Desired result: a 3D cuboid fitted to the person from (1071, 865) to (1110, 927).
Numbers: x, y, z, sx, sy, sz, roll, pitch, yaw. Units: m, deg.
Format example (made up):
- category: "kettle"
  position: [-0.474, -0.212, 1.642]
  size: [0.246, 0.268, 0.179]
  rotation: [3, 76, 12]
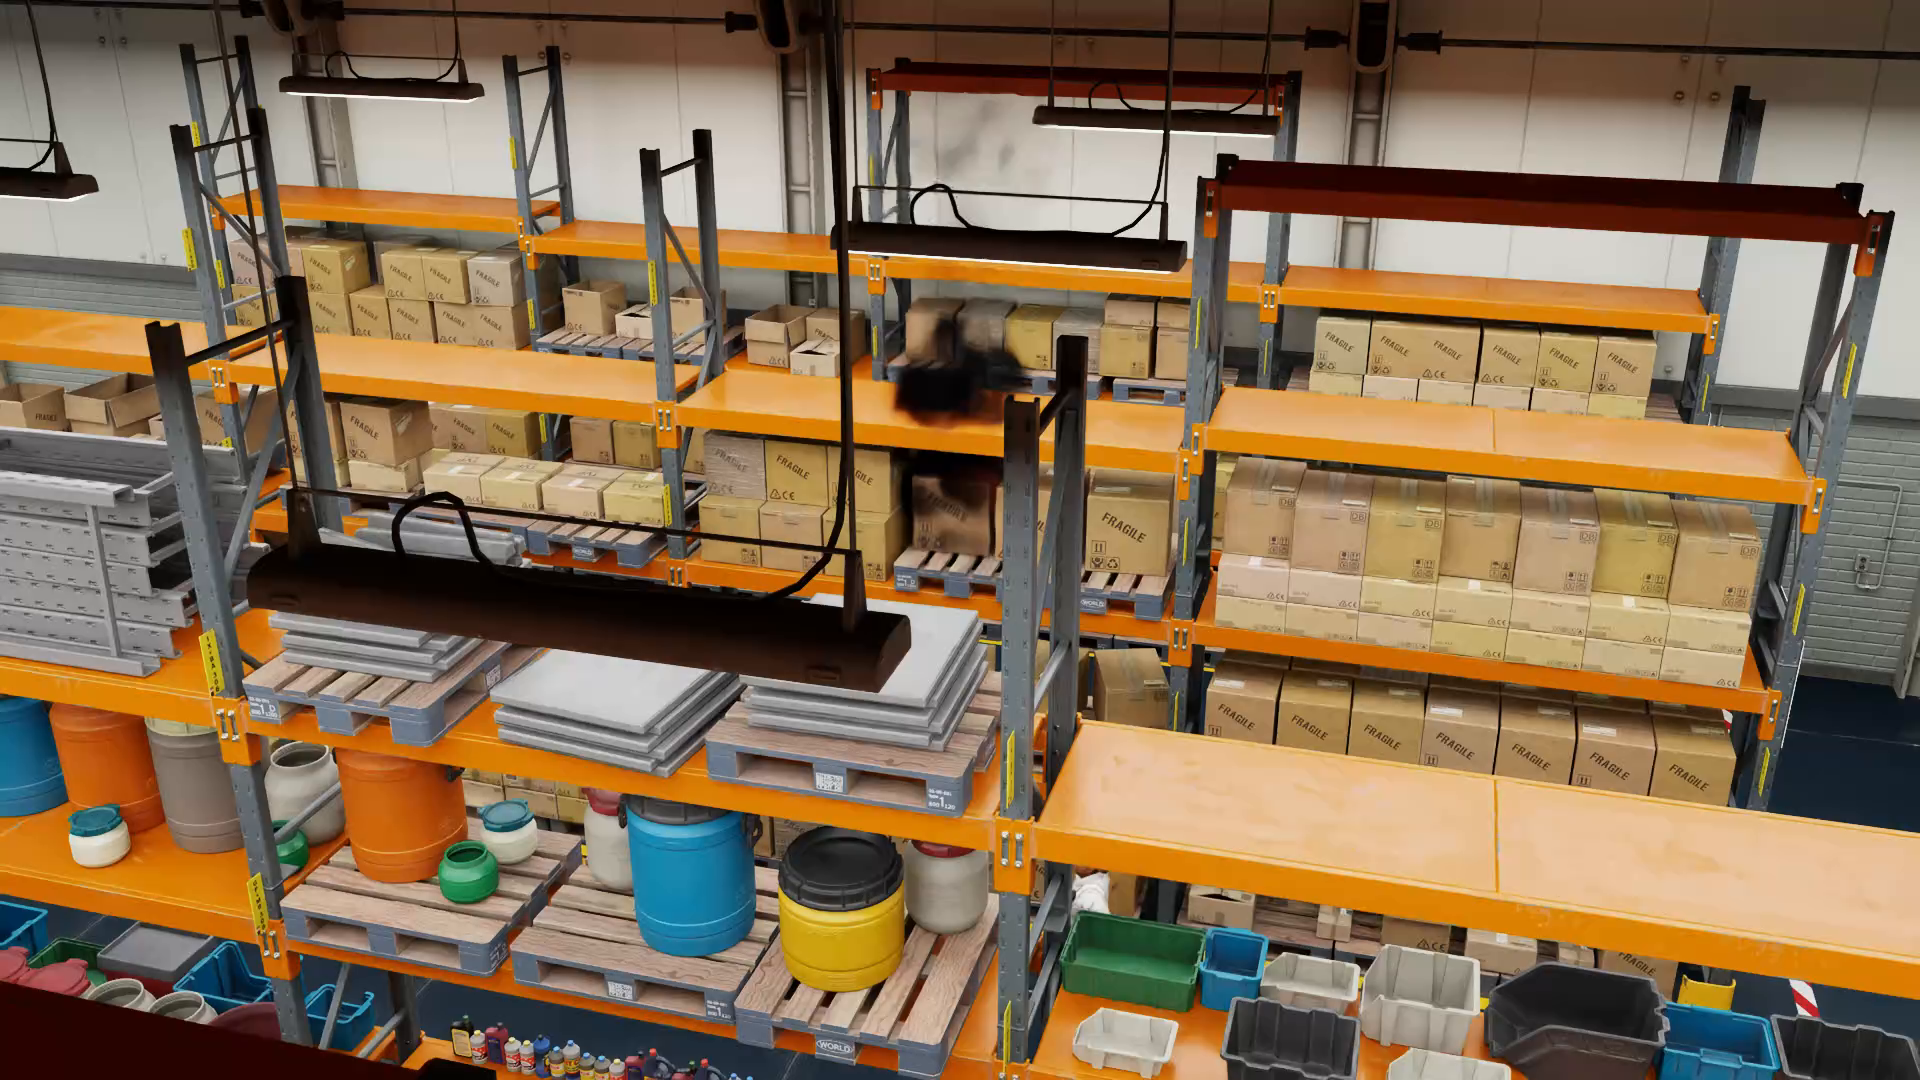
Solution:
- category: "person"
  position: [0.841, 2.756, 11.304]
  size: [0.507, 1.631, 0.609]
  rotation: [3, 23, 8]
